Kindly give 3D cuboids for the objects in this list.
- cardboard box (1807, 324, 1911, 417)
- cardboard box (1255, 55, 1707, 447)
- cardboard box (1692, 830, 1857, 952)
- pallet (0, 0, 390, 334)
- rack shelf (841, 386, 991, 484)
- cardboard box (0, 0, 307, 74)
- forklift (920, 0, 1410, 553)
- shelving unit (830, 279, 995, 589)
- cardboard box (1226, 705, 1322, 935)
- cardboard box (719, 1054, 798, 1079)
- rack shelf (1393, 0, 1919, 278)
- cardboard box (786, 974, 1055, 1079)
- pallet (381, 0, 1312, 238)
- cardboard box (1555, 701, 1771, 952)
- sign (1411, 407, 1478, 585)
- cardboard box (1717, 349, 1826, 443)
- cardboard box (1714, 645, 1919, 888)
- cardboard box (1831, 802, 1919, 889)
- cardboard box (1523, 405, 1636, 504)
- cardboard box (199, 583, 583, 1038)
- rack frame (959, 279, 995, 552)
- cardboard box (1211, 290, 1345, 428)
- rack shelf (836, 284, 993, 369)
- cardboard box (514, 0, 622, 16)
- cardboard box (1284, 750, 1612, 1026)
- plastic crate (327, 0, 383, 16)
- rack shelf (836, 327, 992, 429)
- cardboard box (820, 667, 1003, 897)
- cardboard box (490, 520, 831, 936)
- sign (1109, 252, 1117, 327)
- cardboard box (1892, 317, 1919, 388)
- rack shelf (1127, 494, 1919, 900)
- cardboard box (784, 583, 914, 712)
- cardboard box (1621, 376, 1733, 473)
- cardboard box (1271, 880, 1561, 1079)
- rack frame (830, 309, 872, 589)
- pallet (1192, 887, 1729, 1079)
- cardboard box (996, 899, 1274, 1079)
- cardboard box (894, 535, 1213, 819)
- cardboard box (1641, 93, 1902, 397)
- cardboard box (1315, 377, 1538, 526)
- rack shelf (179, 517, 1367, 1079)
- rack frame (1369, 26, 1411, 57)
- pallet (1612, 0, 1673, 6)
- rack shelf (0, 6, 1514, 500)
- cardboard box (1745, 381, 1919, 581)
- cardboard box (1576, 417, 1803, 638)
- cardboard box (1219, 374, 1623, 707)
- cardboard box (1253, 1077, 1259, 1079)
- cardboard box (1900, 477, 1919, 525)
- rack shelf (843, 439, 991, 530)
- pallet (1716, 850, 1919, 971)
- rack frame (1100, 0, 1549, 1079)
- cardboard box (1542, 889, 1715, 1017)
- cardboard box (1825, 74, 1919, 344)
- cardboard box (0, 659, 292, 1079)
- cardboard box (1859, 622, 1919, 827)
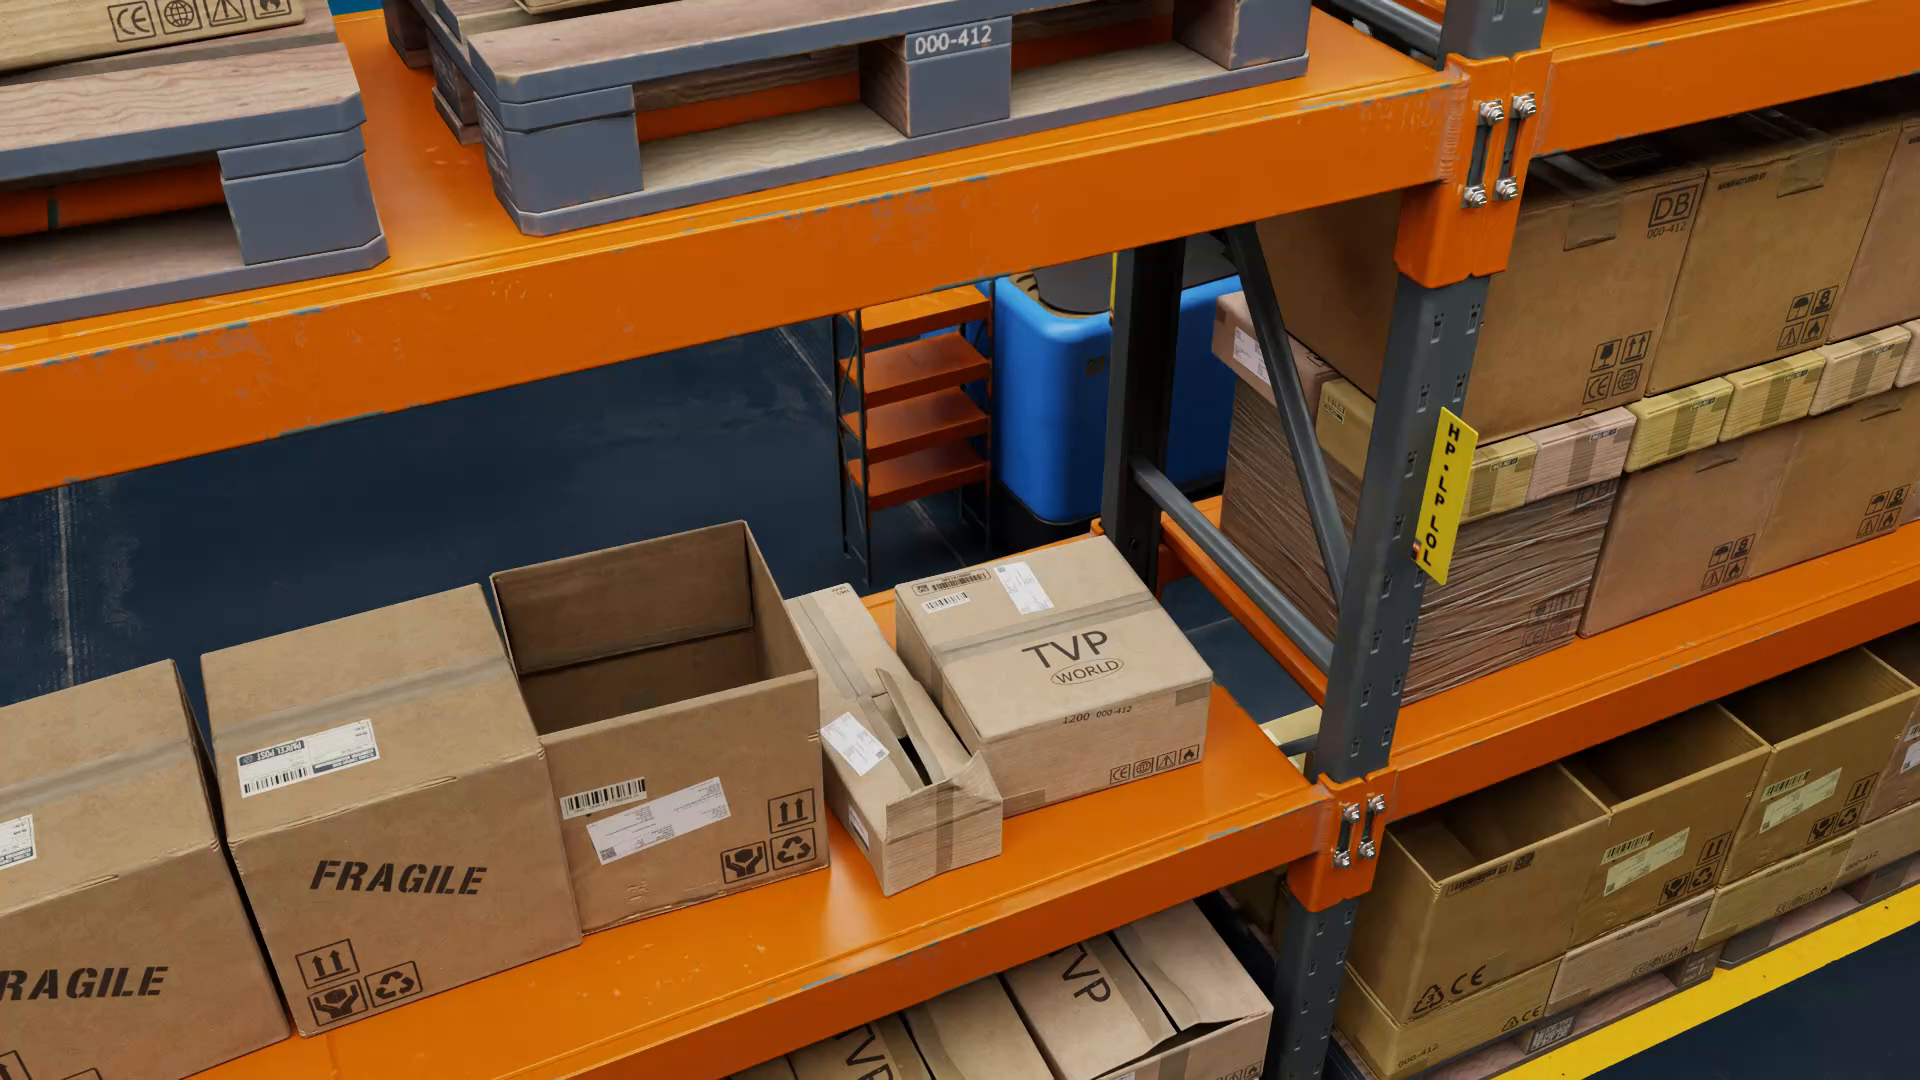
[{"bbox_3d":[1.859,-0.455,3.717,0.250,0.149,0.380,-17,40,-21],"label":"cardboard box"},{"bbox_3d":[1.008,-0.609,3.380,0.500,0.500,0.700,-15,39,-20],"label":"cardboard box"},{"bbox_3d":[2.067,0.803,4.606,0.500,0.250,0.500,-16,39,-20],"label":"cardboard box"},{"bbox_3d":[-1.424,-0.553,2.118,1.213,0.211,1.003,-14,39,-18],"label":"pallet"},{"bbox_3d":[-0.160,-0.382,5.871,0.480,0.148,0.258,-17,40,-21],"label":"rack shelf"},{"bbox_3d":[-1.148,-0.794,2.058,0.500,0.250,0.500,-19,41,-24],"label":"cardboard box"},{"bbox_3d":[1.369,-1.674,6.047,3.031,2.935,1.130,-19,40,-23],"label":"forklift"},{"bbox_3d":[-0.160,-0.436,5.831,0.503,1.200,0.258,-17,40,-21],"label":"shelving unit"},{"bbox_3d":[0.936,0.769,4.651,0.500,0.250,0.500,-16,39,-20],"label":"cardboard box"},{"bbox_3d":[-0.557,1.296,3.470,0.500,0.311,0.500,-16,39,-20],"label":"cardboard box"},{"bbox_3d":[2.420,-1.354,3.643,4.000,0.370,1.077,-16,39,-20],"label":"rack shelf"},{"bbox_3d":[-0.104,1.171,3.638,0.500,0.311,0.500,-15,39,-19],"label":"cardboard box"},{"bbox_3d":[-0.184,-0.829,2.493,1.217,0.209,0.805,-17,40,-22],"label":"pallet"},{"bbox_3d":[1.611,0.623,4.218,0.500,0.500,0.500,-16,39,-20],"label":"cardboard box"},{"bbox_3d":[0.849,-0.075,2.927,0.005,0.325,0.100,-16,39,-20],"label":"sign"},{"bbox_3d":[1.632,-0.393,3.633,0.250,0.149,0.380,-16,39,-20],"label":"cardboard box"},{"bbox_3d":[2.067,0.501,4.383,0.500,0.500,0.500,-16,39,-20],"label":"cardboard box"},{"bbox_3d":[2.518,0.673,4.781,0.500,0.250,0.500,-16,39,-20],"label":"cardboard box"},{"bbox_3d":[1.162,-0.260,3.454,0.250,0.149,0.380,-15,39,-19],"label":"cardboard box"},{"bbox_3d":[-1.023,0.474,3.009,0.500,0.500,0.500,-16,39,-20],"label":"cardboard box"},{"bbox_3d":[0.058,-0.502,5.920,0.015,1.200,0.240,-17,40,-21],"label":"rack frame"},{"bbox_3d":[0.764,-0.417,3.666,0.250,0.149,0.380,-16,39,-20],"label":"cardboard box"},{"bbox_3d":[-0.160,-0.752,5.597,0.480,0.148,0.258,-17,40,-21],"label":"rack shelf"},{"bbox_3d":[-0.449,-0.954,2.273,0.500,0.250,0.500,-20,41,-24],"label":"cardboard box"},{"bbox_3d":[1.162,0.754,4.041,0.500,0.500,0.500,-16,39,-20],"label":"cardboard box"},{"bbox_3d":[-2.358,-2.150,6.645,0.575,0.384,0.392,-16,39,-20],"label":"plastic crate"},{"bbox_3d":[-0.160,-0.562,5.738,0.480,0.148,0.258,-17,40,-21],"label":"rack shelf"},{"bbox_3d":[-0.109,0.444,3.246,0.258,0.266,0.396,-17,40,-21],"label":"cardboard box"},{"bbox_3d":[-0.570,0.347,3.180,0.500,0.500,0.500,-13,38,-17],"label":"cardboard box"},{"bbox_3d":[0.372,-0.610,3.762,0.005,0.325,0.100,-16,39,-20],"label":"sign"},{"bbox_3d":[2.100,-0.524,3.811,0.250,0.149,0.380,-17,40,-21],"label":"cardboard box"},{"bbox_3d":[2.420,-0.149,4.537,4.000,0.370,1.077,-16,39,-20],"label":"rack shelf"},{"bbox_3d":[-0.280,0.283,3.561,0.250,0.149,0.380,-16,39,-20],"label":"cardboard box"},{"bbox_3d":[1.395,-0.326,3.543,0.250,0.149,0.380,-17,40,-21],"label":"cardboard box"},{"bbox_3d":[1.158,1.050,4.272,0.500,0.250,0.500,-16,39,-20],"label":"cardboard box"},{"bbox_3d":[-0.378,-0.371,5.743,0.015,1.200,0.240,-17,40,-21],"label":"rack frame"},{"bbox_3d":[1.347,1.010,4.712,1.213,0.211,1.003,-16,39,-20],"label":"pallet"},{"bbox_3d":[0.364,1.036,3.820,0.500,0.311,0.500,-16,39,-20],"label":"cardboard box"},{"bbox_3d":[0.182,0.277,3.485,0.500,0.250,0.500,-13,39,-17],"label":"cardboard box"},{"bbox_3d":[1.465,-0.737,3.553,0.500,0.500,0.700,-16,39,-20],"label":"cardboard box"},{"bbox_3d":[0.935,-0.196,3.368,0.250,0.149,0.380,-16,39,-20],"label":"cardboard box"},{"bbox_3d":[-1.201,0.863,3.172,4.000,0.370,1.077,-16,39,-20],"label":"rack shelf"},{"bbox_3d":[2.129,-3.616,8.608,0.127,3.000,1.000,-16,39,-20],"label":"rack frame"},{"bbox_3d":[1.370,-1.331,3.083,1.213,0.211,1.003,-16,39,-20],"label":"pallet"},{"bbox_3d":[-1.201,-0.341,2.278,4.000,0.370,1.077,-16,39,-20],"label":"rack shelf"},{"bbox_3d":[1.939,-0.349,4.119,0.500,0.500,0.700,-15,39,-19],"label":"cardboard box"},{"bbox_3d":[1.483,-0.225,3.951,0.500,0.500,0.700,-16,39,-20],"label":"cardboard box"},{"bbox_3d":[1.008,-0.088,3.766,0.500,0.500,0.700,-17,40,-21],"label":"cardboard box"},{"bbox_3d":[0.357,1.265,3.982,0.500,0.250,0.500,-16,39,-20],"label":"cardboard box"},{"bbox_3d":[2.402,-0.480,4.295,0.500,0.500,0.700,-14,39,-19],"label":"cardboard box"},{"bbox_3d":[-0.160,-0.223,5.990,0.480,0.148,0.258,-17,40,-21],"label":"rack shelf"},{"bbox_3d":[2.453,0.698,5.131,1.213,0.211,1.003,-16,39,-20],"label":"pallet"},{"bbox_3d":[0.609,0.068,3.640,0.127,3.000,1.000,-16,39,-20],"label":"rack frame"},{"bbox_3d":[1.613,0.926,4.439,0.500,0.250,0.500,-16,39,-20],"label":"cardboard box"},{"bbox_3d":[1.919,-0.864,3.724,0.500,0.500,0.700,-16,39,-20],"label":"cardboard box"},{"bbox_3d":[-1.500,0.607,2.830,0.500,0.500,0.500,-18,40,-22],"label":"cardboard box"},{"bbox_3d":[2.519,0.373,4.555,0.500,0.500,0.500,-16,39,-20],"label":"cardboard box"}]
